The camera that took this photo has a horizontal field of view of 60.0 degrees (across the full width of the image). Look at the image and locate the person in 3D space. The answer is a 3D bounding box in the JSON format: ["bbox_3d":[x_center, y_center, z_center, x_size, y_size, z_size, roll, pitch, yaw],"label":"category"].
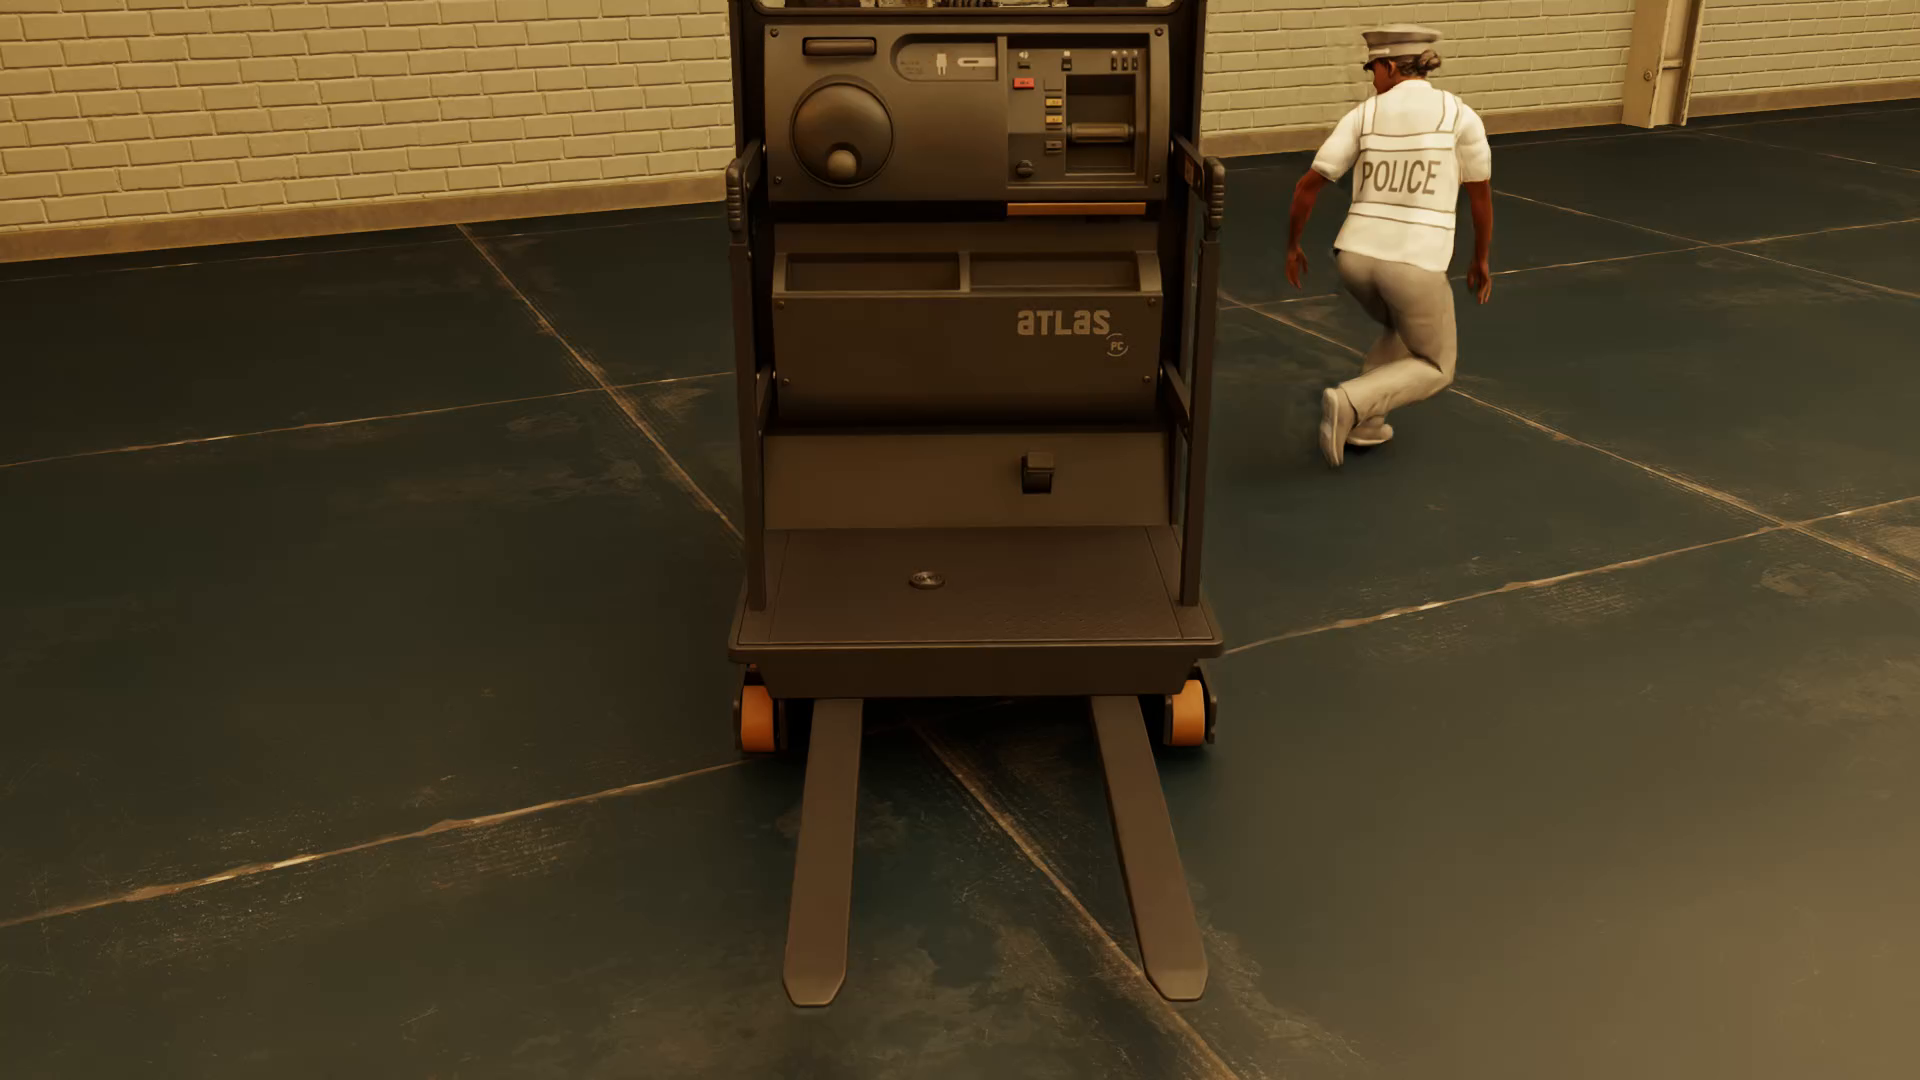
[{"bbox_3d":[1.395,-0.978,5.625,0.610,1.451,0.681,18,29,37],"label":"person"}]

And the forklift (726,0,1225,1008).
[{"bbox_3d":[0.024,-0.975,3.633,1.130,2.935,3.031,-1,23,-1],"label":"forklift"}]
